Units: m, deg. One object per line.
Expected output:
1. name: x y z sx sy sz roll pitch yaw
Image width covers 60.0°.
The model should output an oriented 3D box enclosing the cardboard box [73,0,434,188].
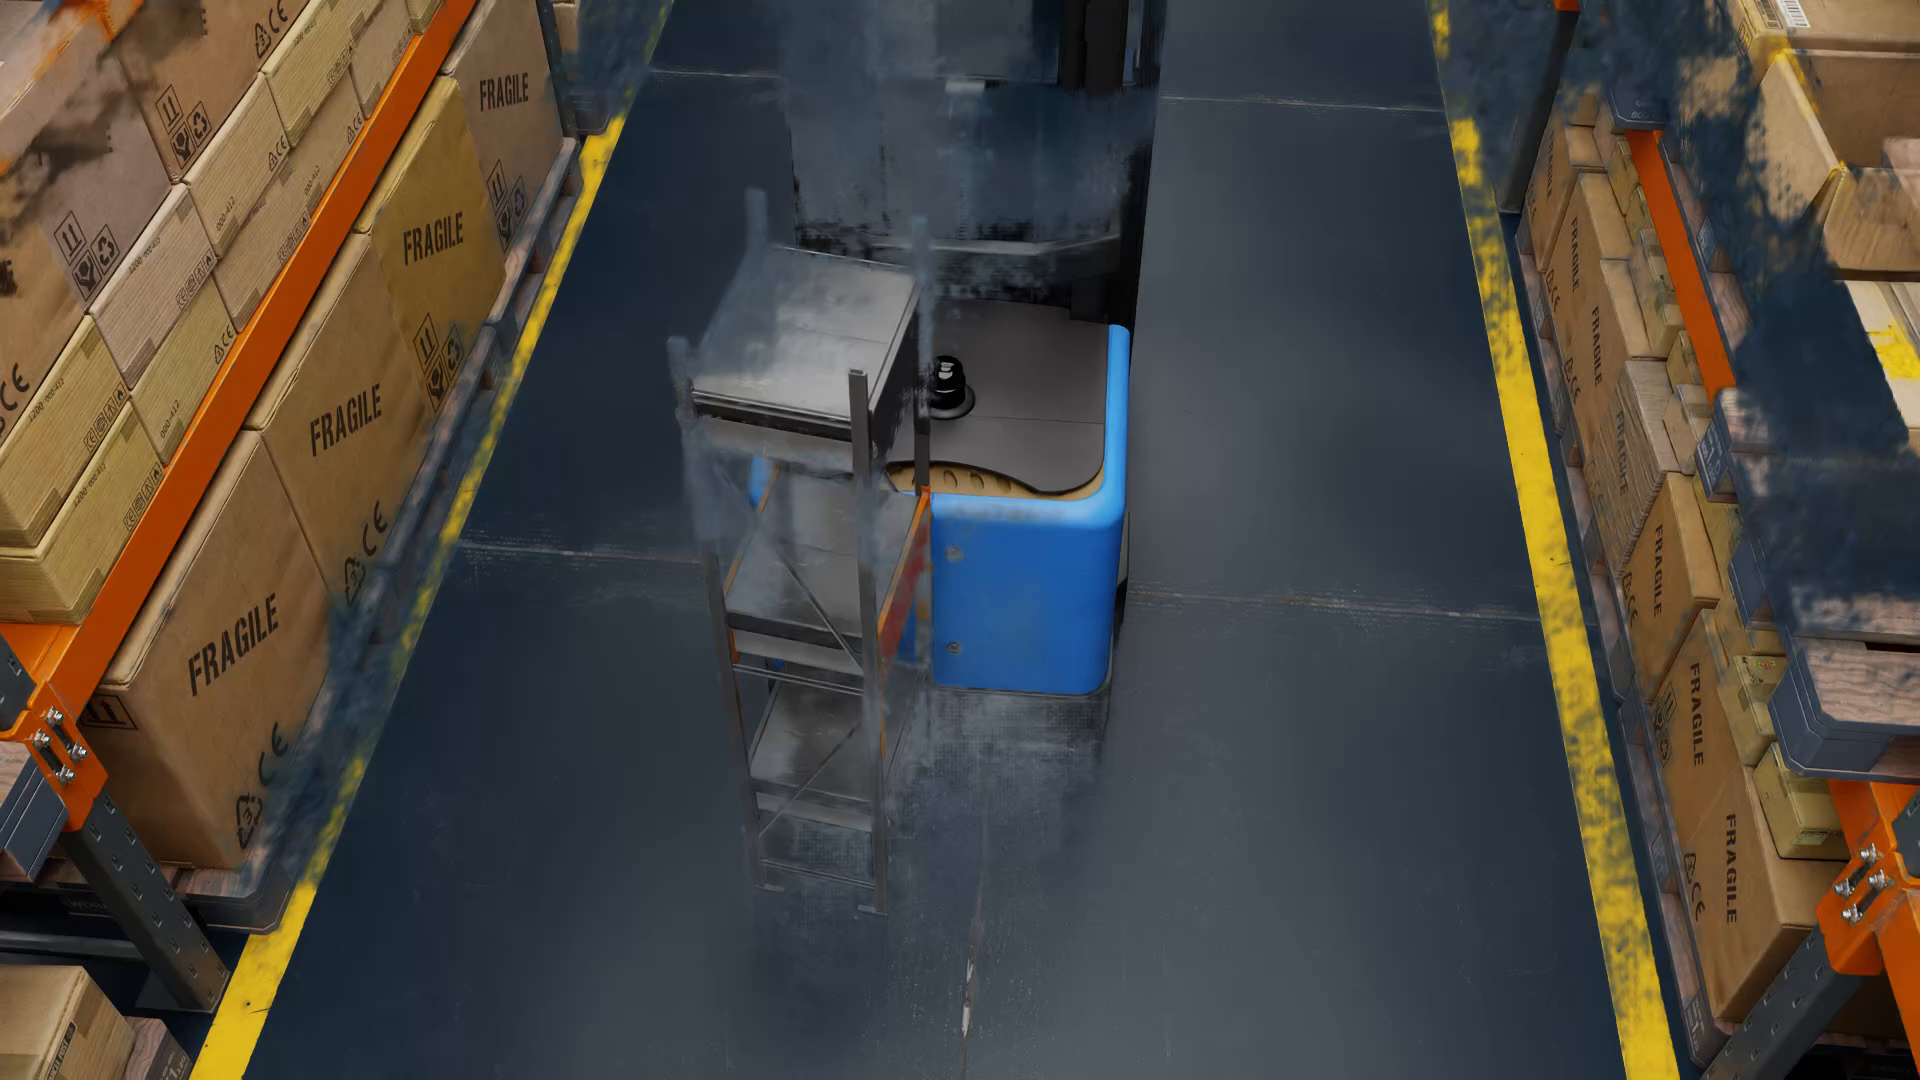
1. cardboard box: -2.597 1.371 3.960 0.950 0.372 0.625 1 48 1

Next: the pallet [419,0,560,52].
1. pallet: -2.389 0.578 5.078 1.003 0.211 1.213 4 48 4

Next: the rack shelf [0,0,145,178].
1. rack shelf: -2.718 1.924 2.445 1.077 0.370 4.000 4 48 4

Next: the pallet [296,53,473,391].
1. pallet: -2.609 1.727 4.028 1.003 0.211 1.213 4 48 4

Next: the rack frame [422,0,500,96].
1. rack frame: -2.536 0.211 3.524 1.000 3.000 0.127 4 48 4

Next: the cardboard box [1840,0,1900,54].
1. cardboard box: 2.232 0.919 4.286 0.500 0.500 0.500 5 48 5

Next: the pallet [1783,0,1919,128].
1. pallet: 2.513 0.937 4.750 1.003 0.211 1.213 4 48 4

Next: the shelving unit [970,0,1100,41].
1. shelving unit: -0.332 0.165 4.168 0.431 2.100 0.503 10 49 8

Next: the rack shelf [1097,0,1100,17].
1. rack shelf: -0.341 0.639 4.701 0.431 0.518 0.480 10 49 8

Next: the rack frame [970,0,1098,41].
1. rack frame: -0.387 0.342 4.009 0.400 2.100 0.015 10 49 8

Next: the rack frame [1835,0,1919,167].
1. rack frame: 2.404 0.542 3.221 0.949 2.616 0.053 4 48 4
